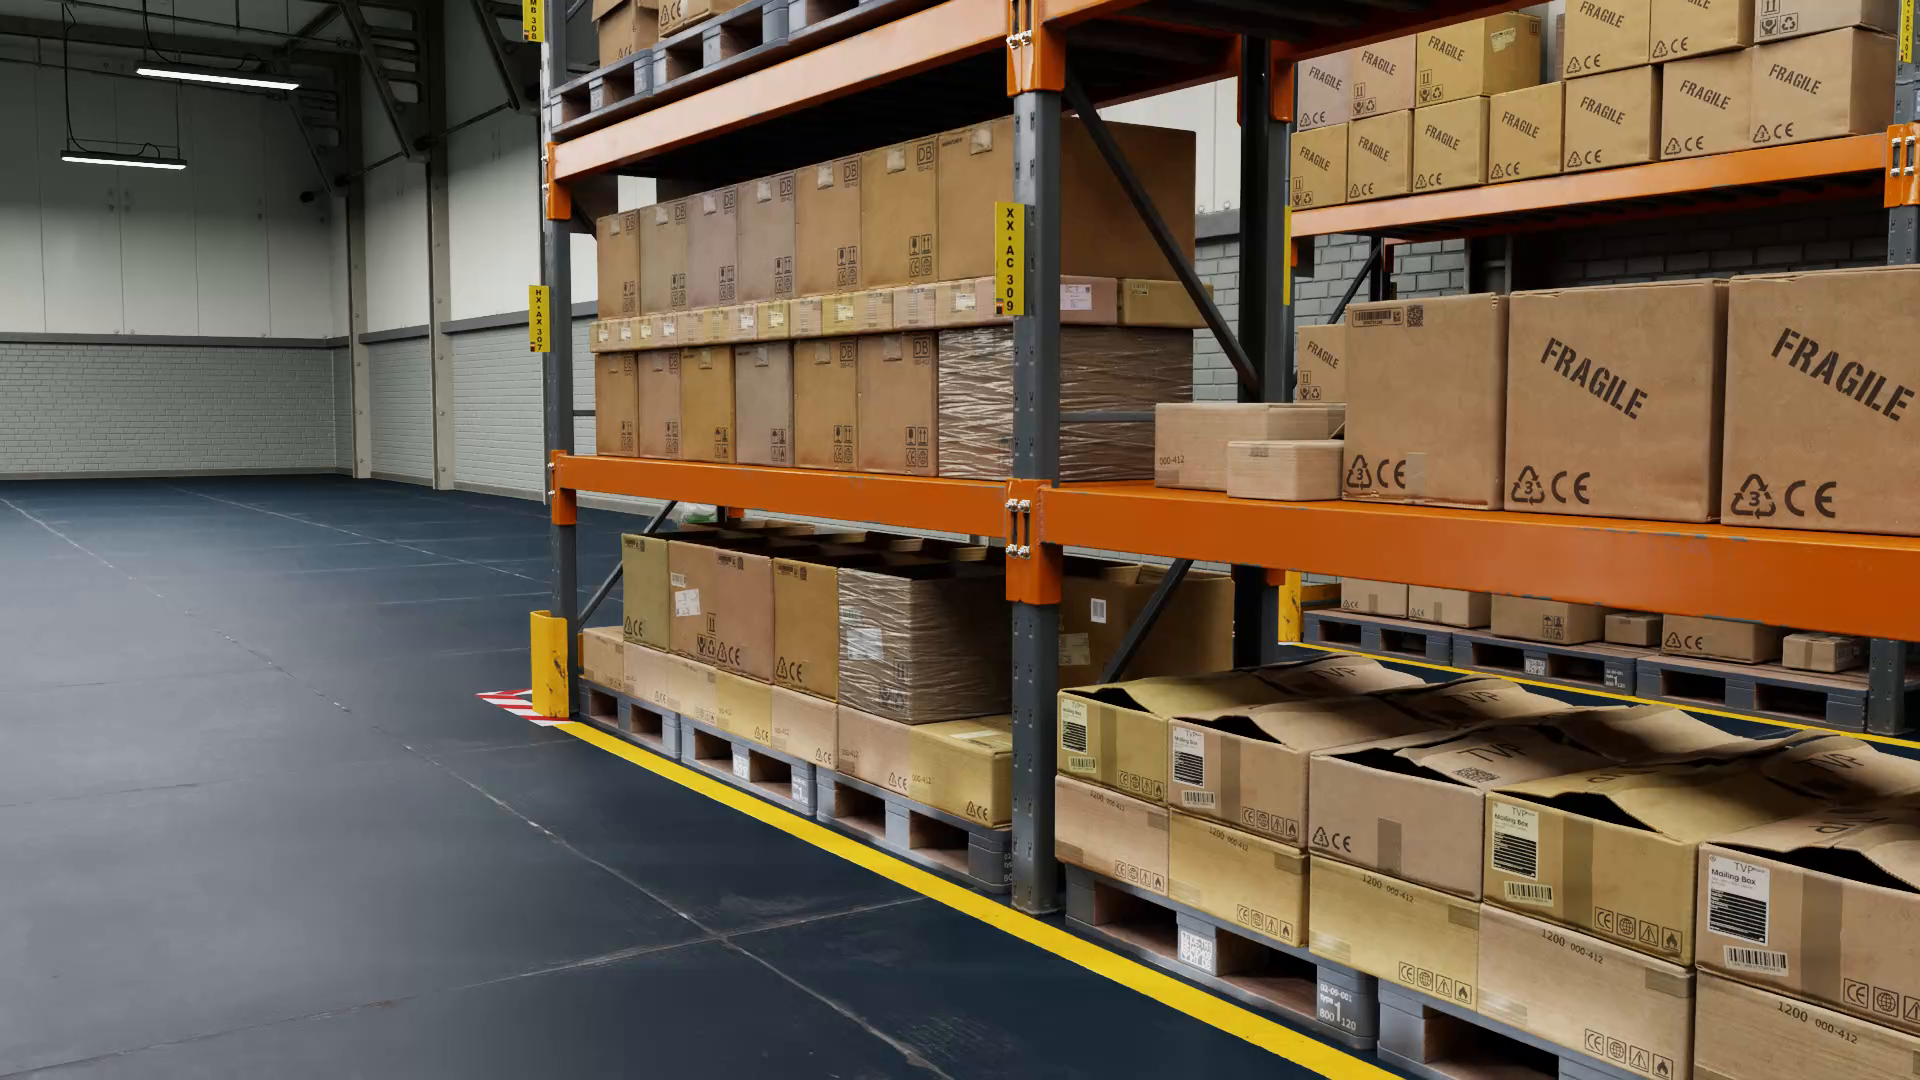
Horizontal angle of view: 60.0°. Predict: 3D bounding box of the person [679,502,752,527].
[{"bbox_3d":[-1.467,-0.129,9.958,0.427,1.751,0.538,-5,6,-44],"label":"person"}]
